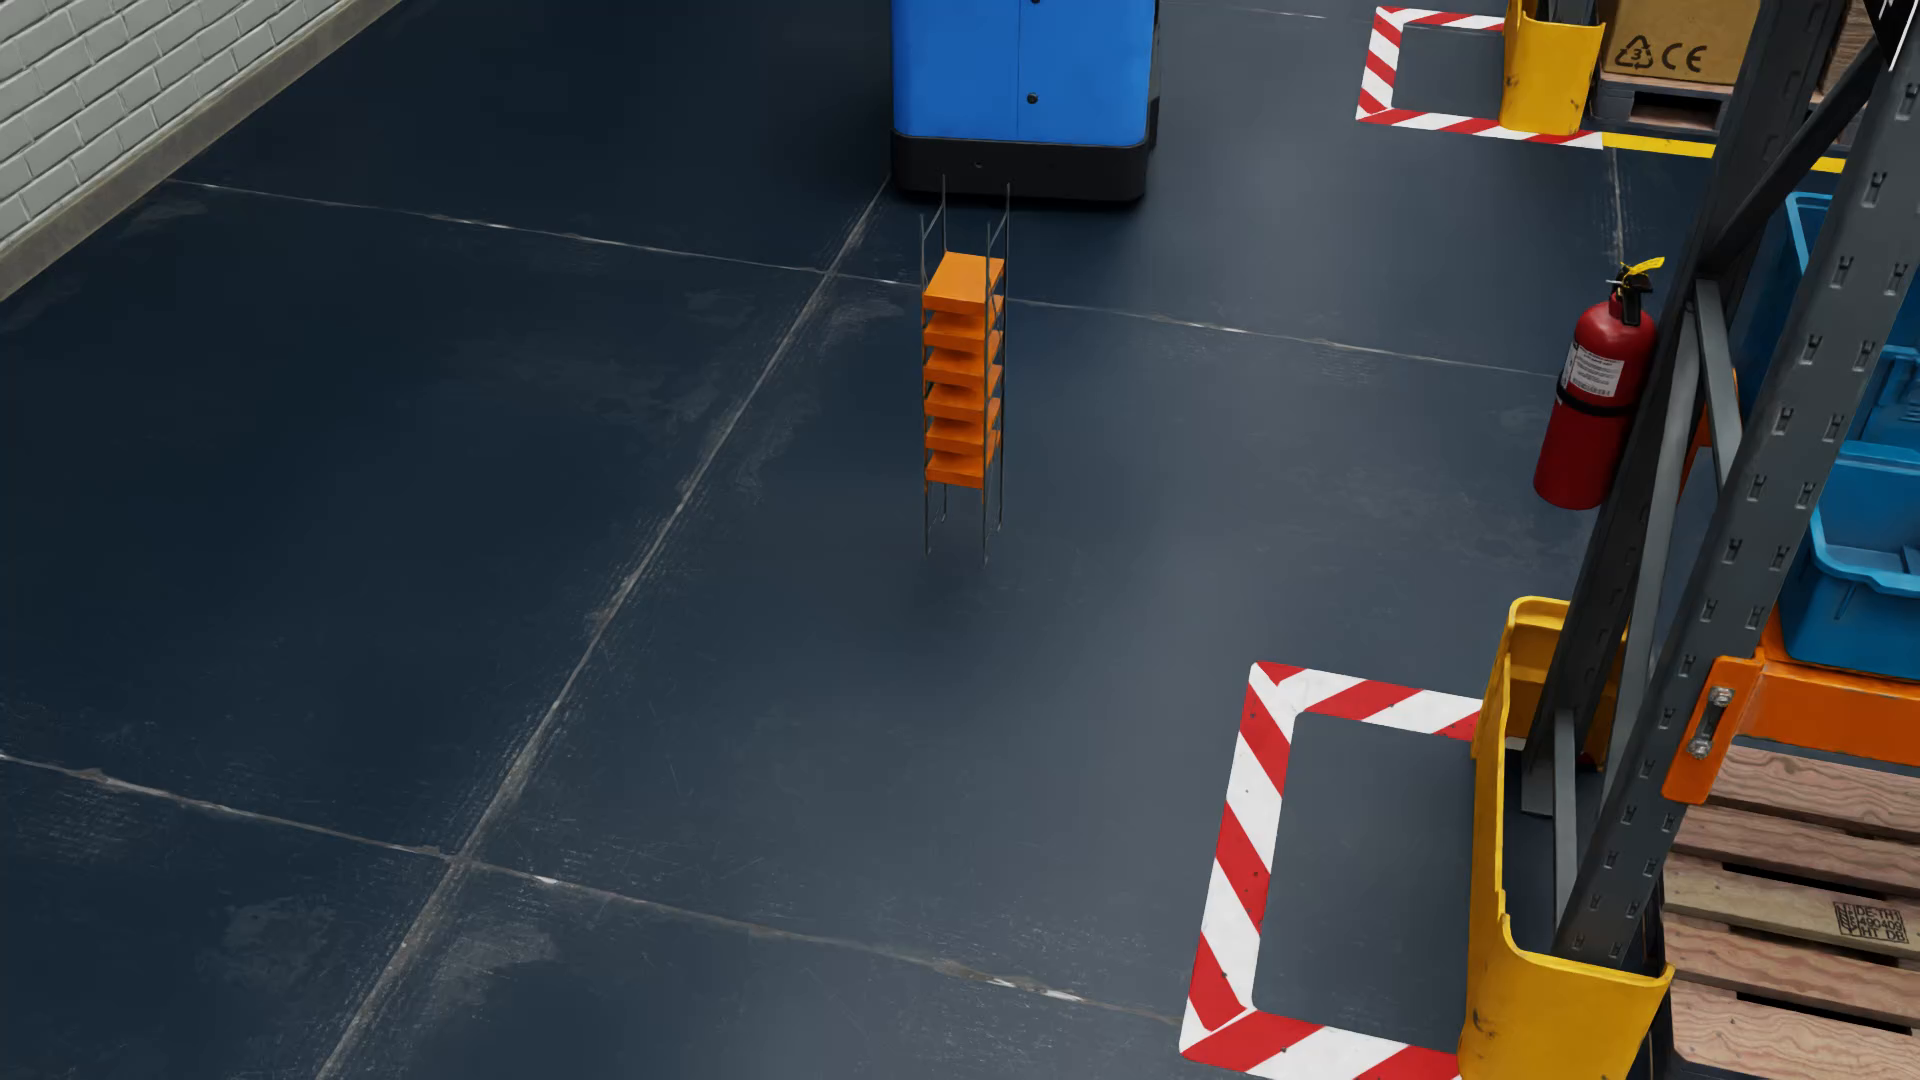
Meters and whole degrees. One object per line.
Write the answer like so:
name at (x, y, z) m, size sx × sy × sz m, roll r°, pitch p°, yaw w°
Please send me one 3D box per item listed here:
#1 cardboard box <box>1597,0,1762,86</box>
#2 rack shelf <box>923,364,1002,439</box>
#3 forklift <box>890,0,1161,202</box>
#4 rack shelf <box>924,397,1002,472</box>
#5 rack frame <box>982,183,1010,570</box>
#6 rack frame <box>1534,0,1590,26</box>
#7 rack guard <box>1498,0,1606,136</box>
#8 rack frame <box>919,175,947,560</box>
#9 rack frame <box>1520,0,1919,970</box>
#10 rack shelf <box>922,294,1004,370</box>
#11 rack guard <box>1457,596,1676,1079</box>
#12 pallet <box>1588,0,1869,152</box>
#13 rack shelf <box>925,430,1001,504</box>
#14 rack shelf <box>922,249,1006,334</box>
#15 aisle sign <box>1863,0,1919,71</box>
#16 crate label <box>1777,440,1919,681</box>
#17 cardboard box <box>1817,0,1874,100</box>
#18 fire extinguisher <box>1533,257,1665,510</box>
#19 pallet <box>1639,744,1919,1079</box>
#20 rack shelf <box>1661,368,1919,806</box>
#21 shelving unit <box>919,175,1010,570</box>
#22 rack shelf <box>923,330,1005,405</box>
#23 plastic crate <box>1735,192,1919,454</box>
cardboard box at (3.388, -2.610, 7.351) m, size 0.875 × 0.875 × 0.875 m, roll 10°, pitch 41°, yaw 11°
rack shelf at (0.014, -0.423, 4.890) m, size 0.180 × 0.103 × 0.258 m, roll 10°, pitch 41°, yaw 11°
forklift at (0.389, -3.444, 7.071) m, size 1.130 × 2.935 × 3.031 m, roll 4°, pitch 40°, yaw 5°
rack shelf at (0.014, -0.331, 4.967) m, size 0.180 × 0.103 × 0.258 m, roll 10°, pitch 41°, yaw 11°
rack frame at (0.102, -0.442, 4.843) m, size 0.006 × 1.200 × 0.240 m, roll 10°, pitch 41°, yaw 11°
rack frame at (2.749, -3.320, 6.870) m, size 0.127 × 3.000 × 1.000 m, roll 10°, pitch 41°, yaw 11°
rack guard at (2.726, -2.367, 7.679) m, size 0.348 × 0.500 × 1.175 m, roll 10°, pitch 41°, yaw 11°
rack frame at (-0.074, -0.472, 4.879) m, size 0.006 × 1.200 × 0.240 m, roll 10°, pitch 41°, yaw 11°
rack frame at (1.469, -0.243, 3.207) m, size 0.127 × 3.000 × 1.000 m, roll 10°, pitch 41°, yaw 11°
rack shelf at (0.014, -0.607, 4.735) m, size 0.180 × 0.103 × 0.258 m, roll 10°, pitch 41°, yaw 11°
rack guard at (1.442, 0.719, 4.006) m, size 0.348 × 0.500 × 1.175 m, roll 10°, pitch 41°, yaw 11°
pallet at (3.542, -2.168, 7.667) m, size 1.213 × 0.211 × 1.003 m, roll 10°, pitch 41°, yaw 11°
rack shelf at (0.014, -0.239, 5.044) m, size 0.180 × 0.103 × 0.258 m, roll 10°, pitch 41°, yaw 11°
rack shelf at (0.014, -0.699, 4.658) m, size 0.180 × 0.103 × 0.258 m, roll 10°, pitch 41°, yaw 11°
aisle sign at (1.323, -1.066, 2.165) m, size 0.004 × 0.787 × 0.394 m, roll 10°, pitch 41°, yaw 11°
crate label at (1.622, 0.044, 2.949) m, size 0.303 × 0.233 × 0.416 m, roll 10°, pitch 41°, yaw 11°
cardboard box at (4.267, -2.459, 7.171) m, size 0.875 × 0.875 × 0.875 m, roll 10°, pitch 41°, yaw 11°
fire extinguisher at (1.441, -0.378, 3.717) m, size 0.183 × 0.674 × 0.296 m, roll 10°, pitch 41°, yaw 11°
pallet at (2.256, 0.986, 3.911) m, size 1.213 × 0.211 × 1.003 m, roll 10°, pitch 41°, yaw 11°
rack shelf at (3.401, 0.365, 3.042) m, size 4.000 × 0.370 × 1.077 m, roll 10°, pitch 41°, yaw 11°
shelving unit at (0.014, -0.457, 4.861) m, size 0.189 × 1.200 × 0.258 m, roll 10°, pitch 41°, yaw 11°
rack shelf at (0.014, -0.515, 4.813) m, size 0.180 × 0.103 × 0.258 m, roll 10°, pitch 41°, yaw 11°
plastic crate at (1.841, -0.340, 3.248) m, size 0.499 × 0.435 × 0.616 m, roll 10°, pitch 41°, yaw 11°
